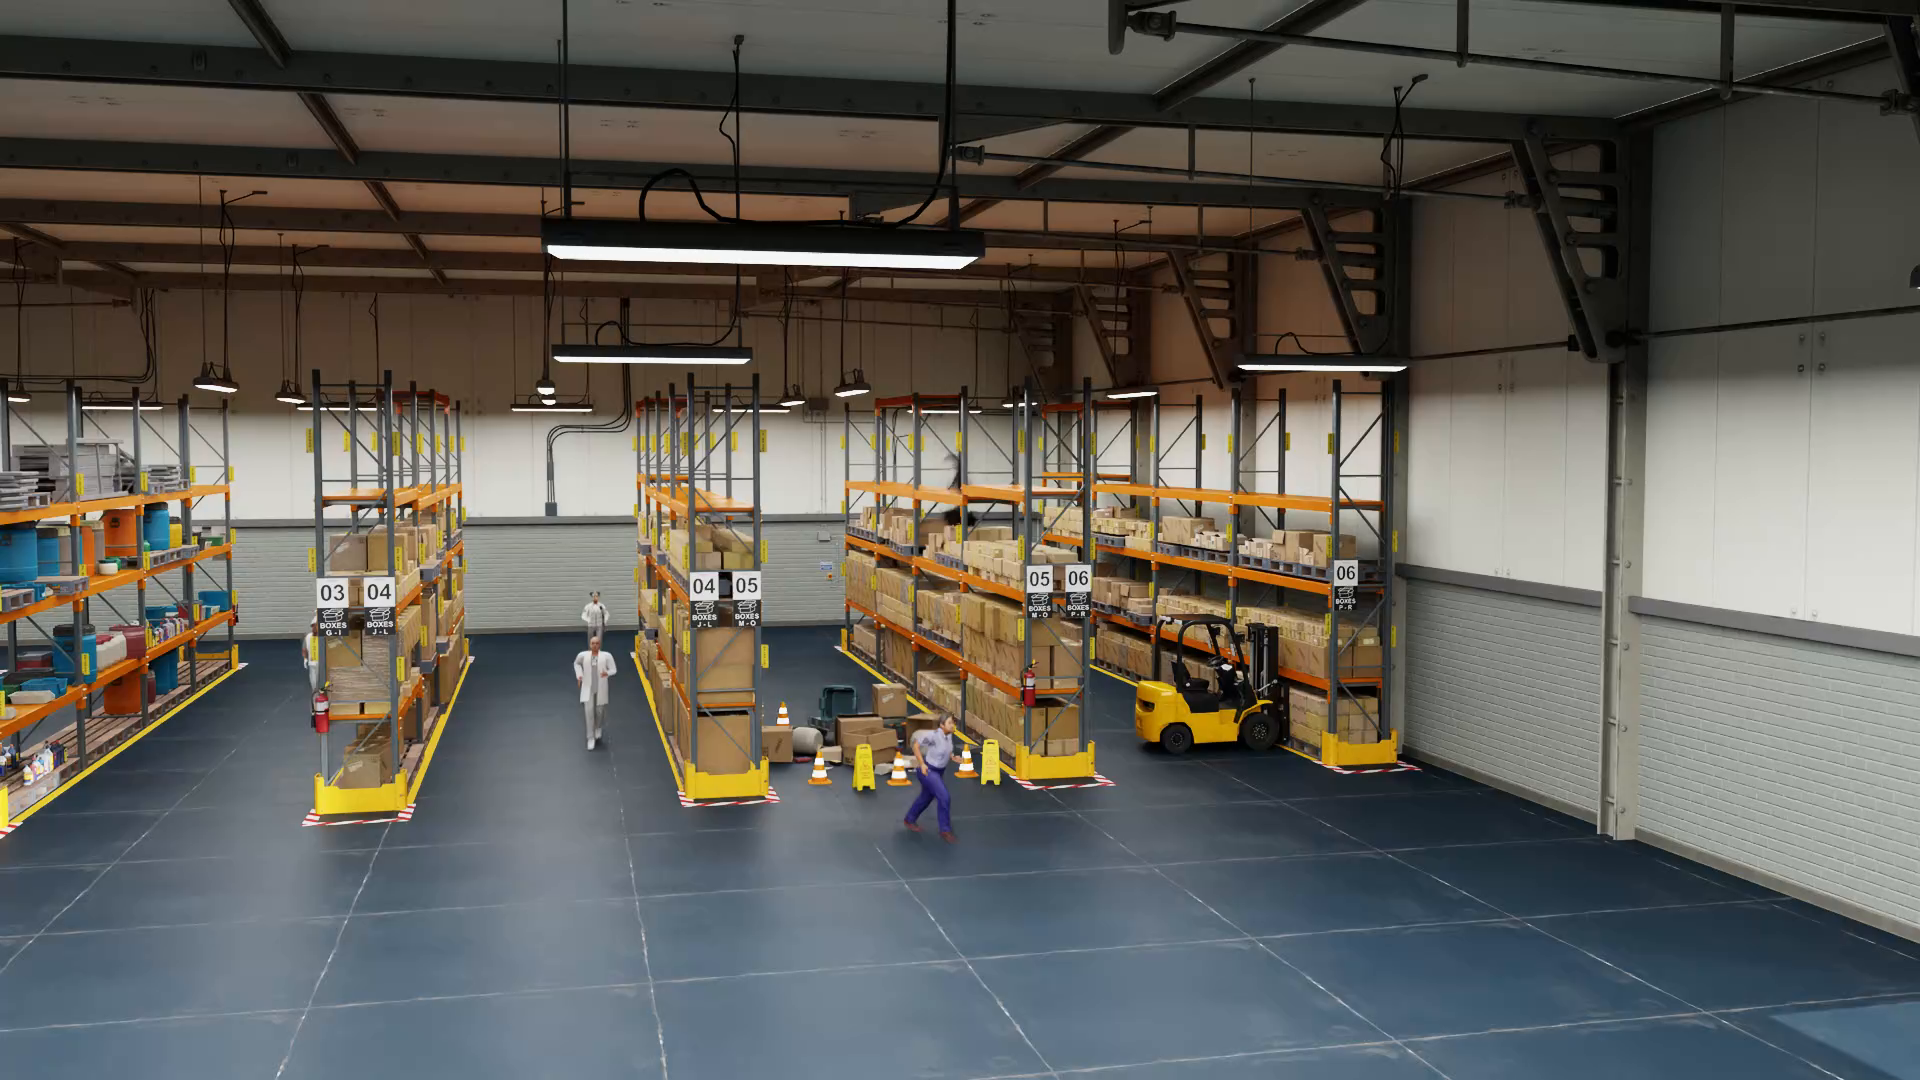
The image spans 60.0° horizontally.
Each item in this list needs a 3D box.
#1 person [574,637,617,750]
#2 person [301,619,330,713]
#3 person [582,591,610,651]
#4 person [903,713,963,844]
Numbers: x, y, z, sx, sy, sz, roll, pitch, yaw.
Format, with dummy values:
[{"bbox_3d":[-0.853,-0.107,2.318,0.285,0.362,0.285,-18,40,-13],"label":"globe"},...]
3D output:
[{"bbox_3d":[-6.062,2.503,27.643,0.705,1.802,1.046,-1,3,-11],"label":"person"},{"bbox_3d":[-11.944,2.342,31.063,0.685,1.756,0.679,0,3,-6],"label":"person"},{"bbox_3d":[-8.317,1.978,38.005,0.625,1.654,0.723,-1,3,-15],"label":"person"},{"bbox_3d":[-0.376,3.005,21.067,0.876,1.638,0.600,2,4,30],"label":"person"}]
